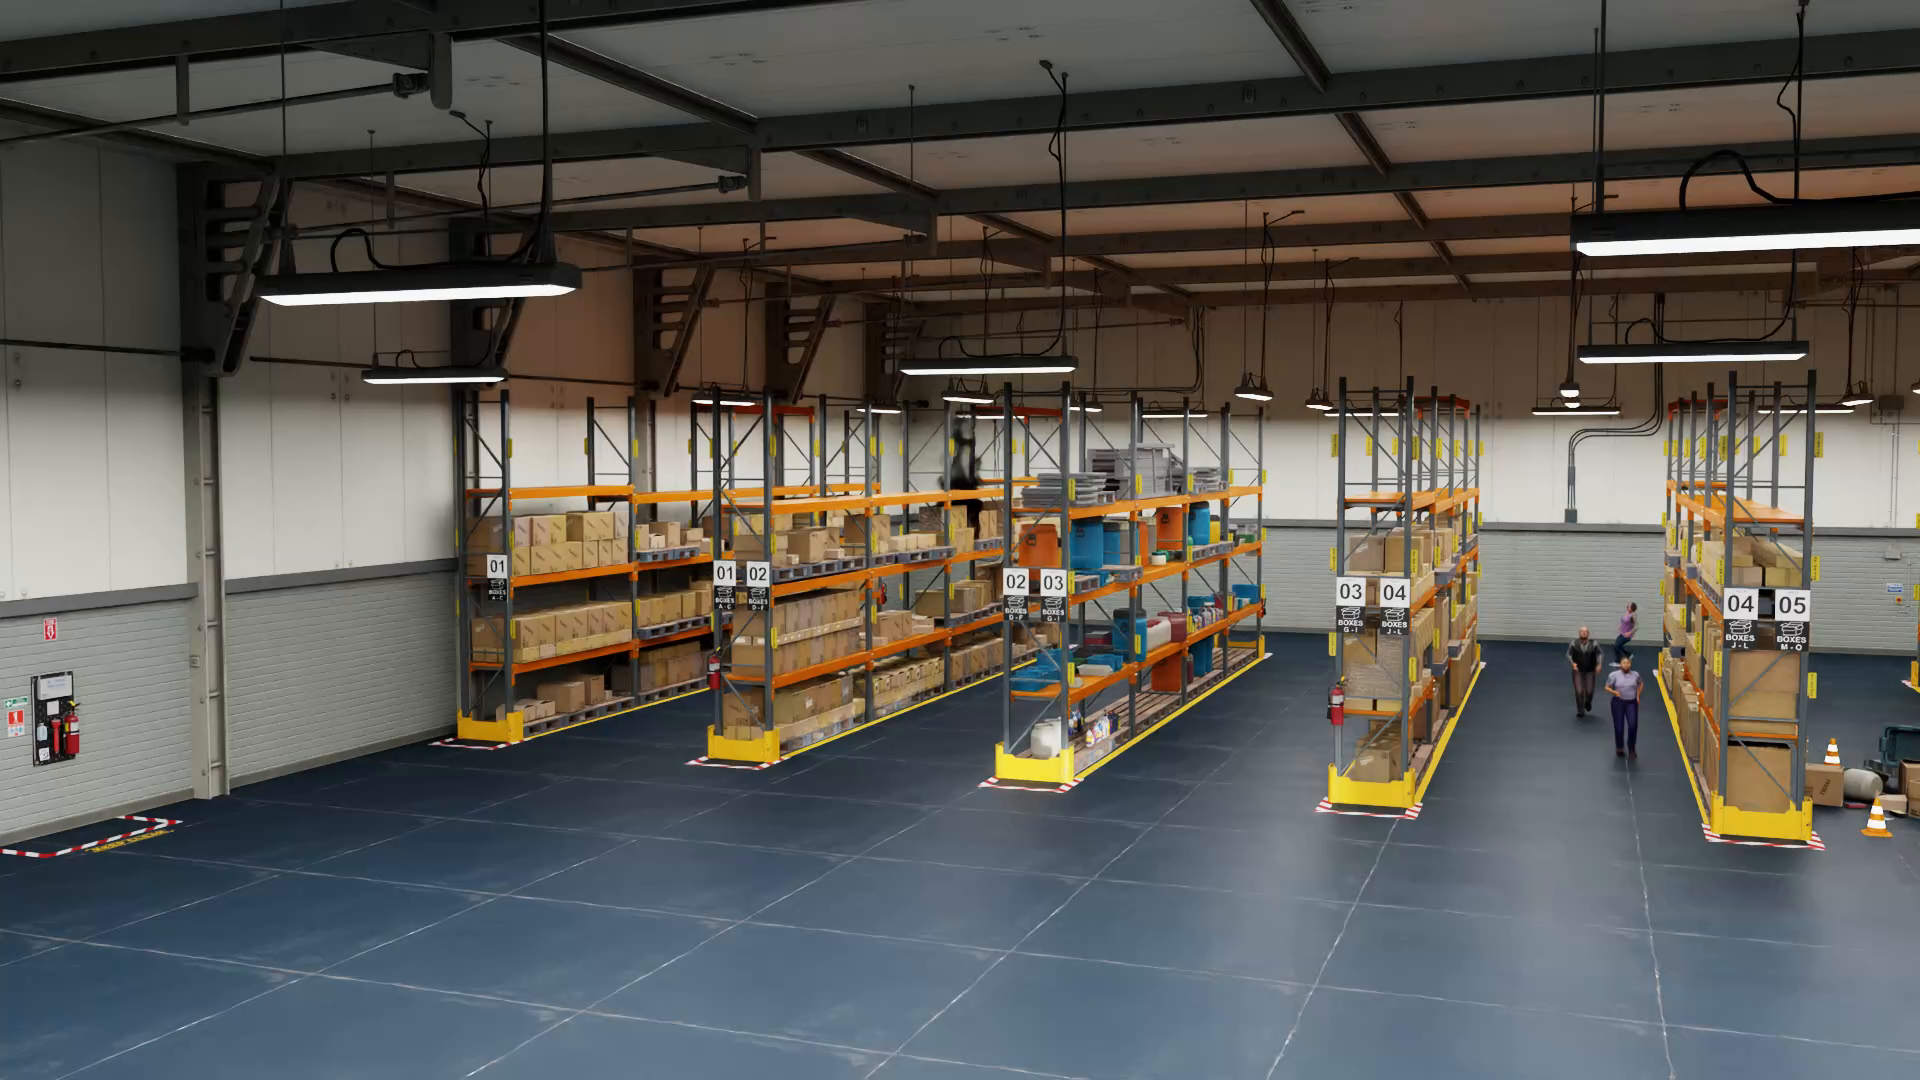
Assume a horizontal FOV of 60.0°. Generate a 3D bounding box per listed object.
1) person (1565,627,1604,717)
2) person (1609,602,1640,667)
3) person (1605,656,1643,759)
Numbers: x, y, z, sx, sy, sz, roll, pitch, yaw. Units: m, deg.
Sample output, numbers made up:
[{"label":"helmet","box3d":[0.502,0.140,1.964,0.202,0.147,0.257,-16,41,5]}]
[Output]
[{"label":"person","box3d":[11.665,2.456,31.058,0.692,1.680,0.599,1,3,19]},{"label":"person","box3d":[15.135,2.158,37.858,0.557,1.494,0.613,0,3,3]},{"label":"person","box3d":[10.754,2.719,26.917,0.597,1.679,0.695,1,3,17]}]
